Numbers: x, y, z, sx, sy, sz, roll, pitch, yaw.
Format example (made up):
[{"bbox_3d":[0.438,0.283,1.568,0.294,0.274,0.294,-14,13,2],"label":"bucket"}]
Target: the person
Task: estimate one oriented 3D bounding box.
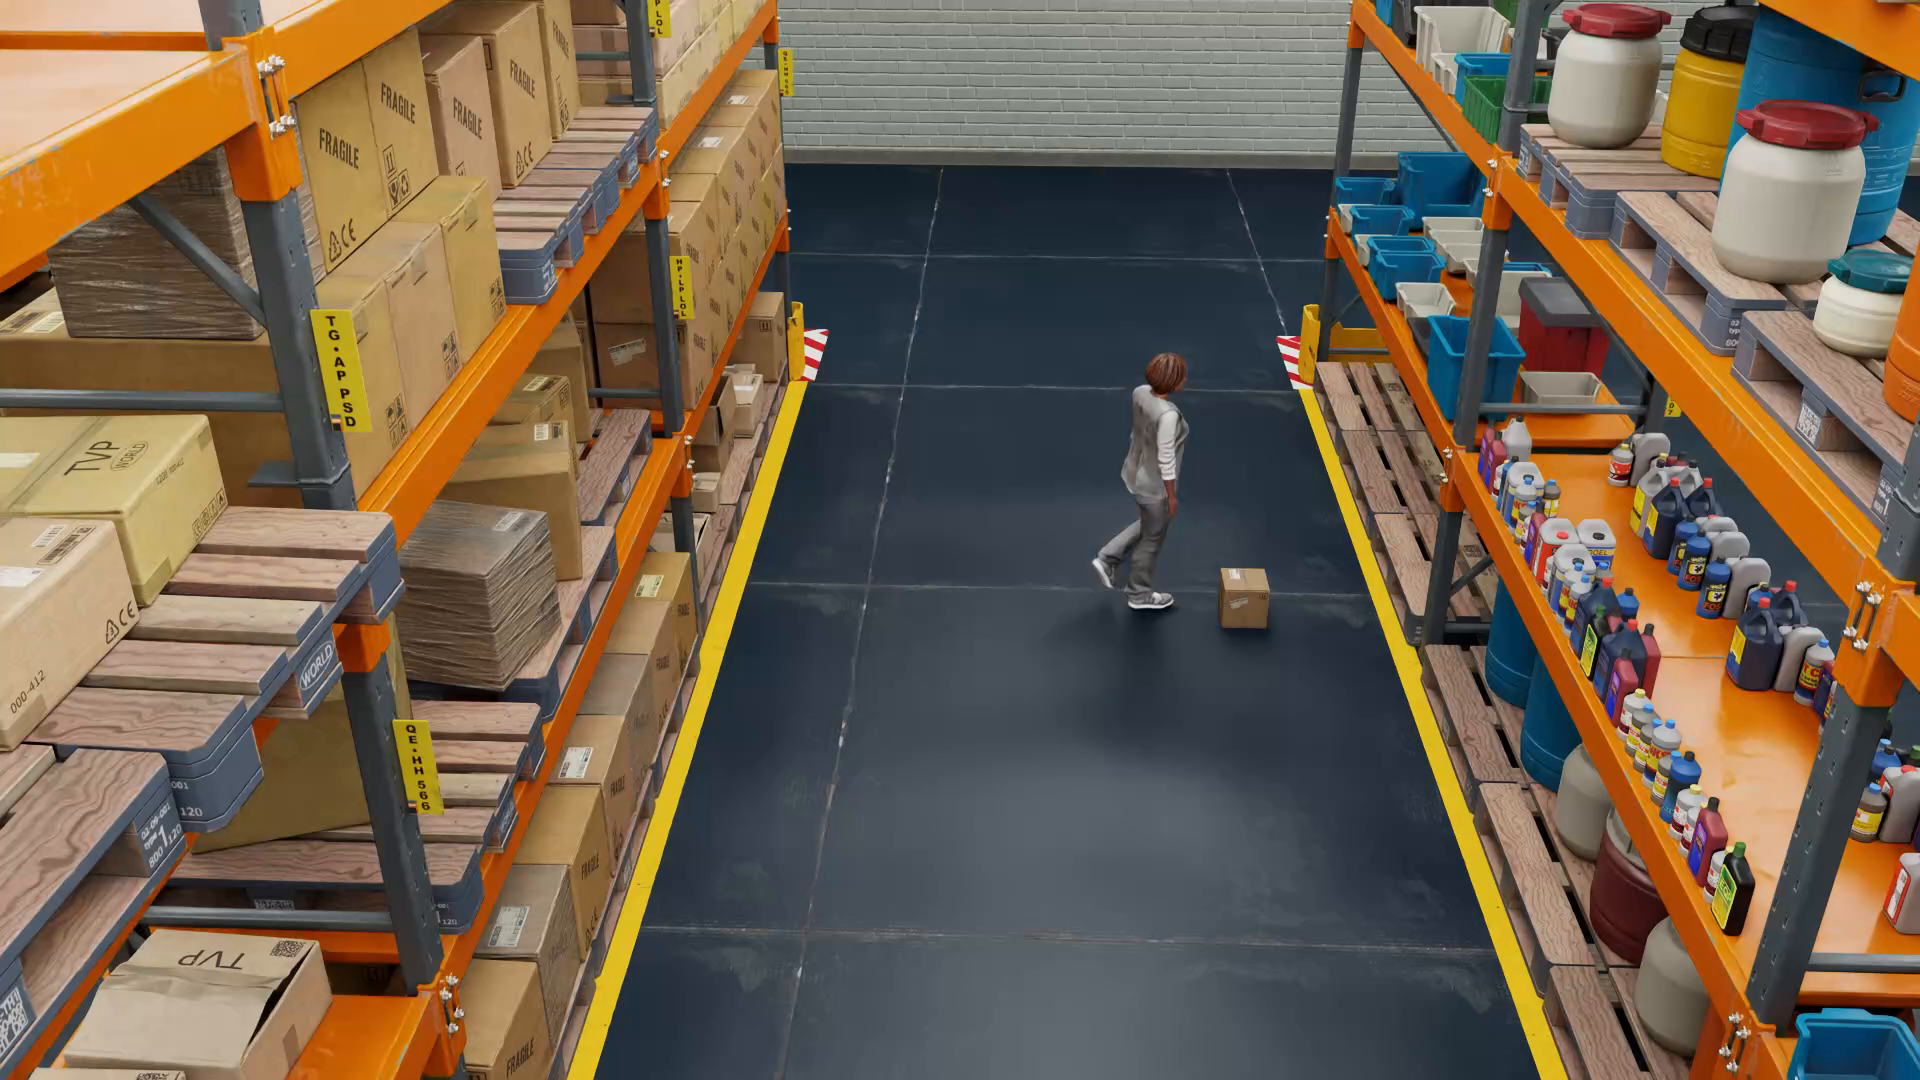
[{"bbox_3d":[1.017,-0.293,9.141,0.464,1.596,0.464,-8,29,-14],"label":"person"}]
